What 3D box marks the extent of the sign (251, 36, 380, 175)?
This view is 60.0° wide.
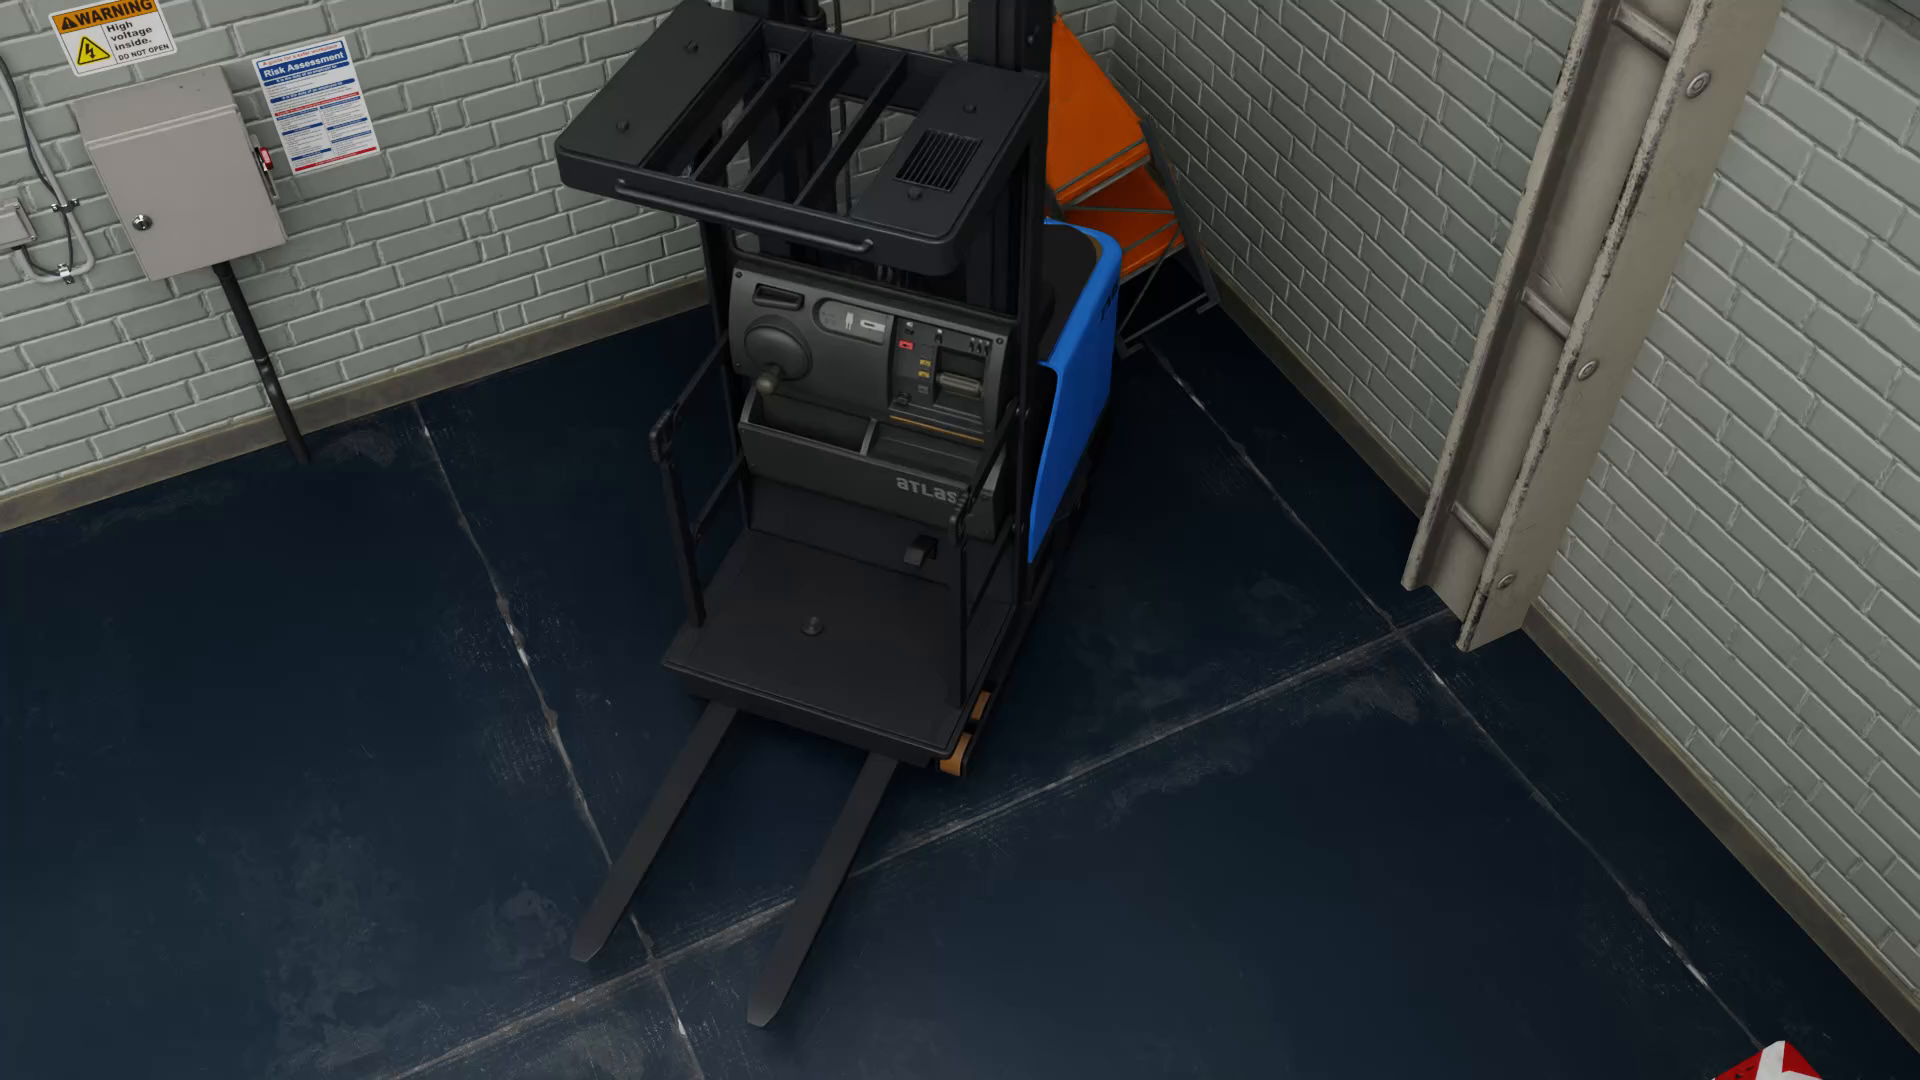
[{"bbox_3d":[-2.355,-1.588,6.102,0.329,0.494,0.001,-21,52,-18],"label":"sign"}]

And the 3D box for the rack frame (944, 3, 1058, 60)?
[{"bbox_3d":[0.353,-1.924,7.485,0.500,1.125,0.032,-30,52,4],"label":"rack frame"}]

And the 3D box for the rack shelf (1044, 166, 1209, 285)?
[{"bbox_3d":[0.623,-1.444,7.363,0.538,0.278,1.000,-30,52,4],"label":"rack shelf"}]

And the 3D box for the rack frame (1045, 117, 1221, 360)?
[{"bbox_3d":[0.717,-1.212,6.858,0.500,1.125,0.032,-30,52,4],"label":"rack frame"}]

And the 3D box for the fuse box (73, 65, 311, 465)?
[{"bbox_3d":[-2.700,-0.887,6.281,0.539,1.711,0.414,-21,52,-18],"label":"fuse box"}]

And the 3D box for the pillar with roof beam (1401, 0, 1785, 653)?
[{"bbox_3d":[-1.882,-1.238,1.747,9.100,9.000,0.400,-21,52,-18],"label":"pillar with roof beam"}]

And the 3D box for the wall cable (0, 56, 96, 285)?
[{"bbox_3d":[-3.378,-1.516,5.300,0.588,1.984,0.122,-21,52,-18],"label":"wall cable"}]

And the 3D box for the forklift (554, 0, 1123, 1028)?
[{"bbox_3d":[-0.373,-0.490,5.124,1.130,2.935,3.031,16,51,13],"label":"forklift"}]

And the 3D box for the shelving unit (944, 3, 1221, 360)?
[{"bbox_3d":[0.535,-1.568,7.171,0.538,1.125,1.048,-30,52,4],"label":"shelving unit"}]

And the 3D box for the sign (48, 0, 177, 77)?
[{"bbox_3d":[-2.844,-1.702,5.590,0.339,0.242,0.001,-21,52,-18],"label":"sign"}]

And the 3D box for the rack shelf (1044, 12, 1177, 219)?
[{"bbox_3d":[0.429,-1.716,6.942,0.538,0.278,1.000,-30,52,4],"label":"rack shelf"}]
